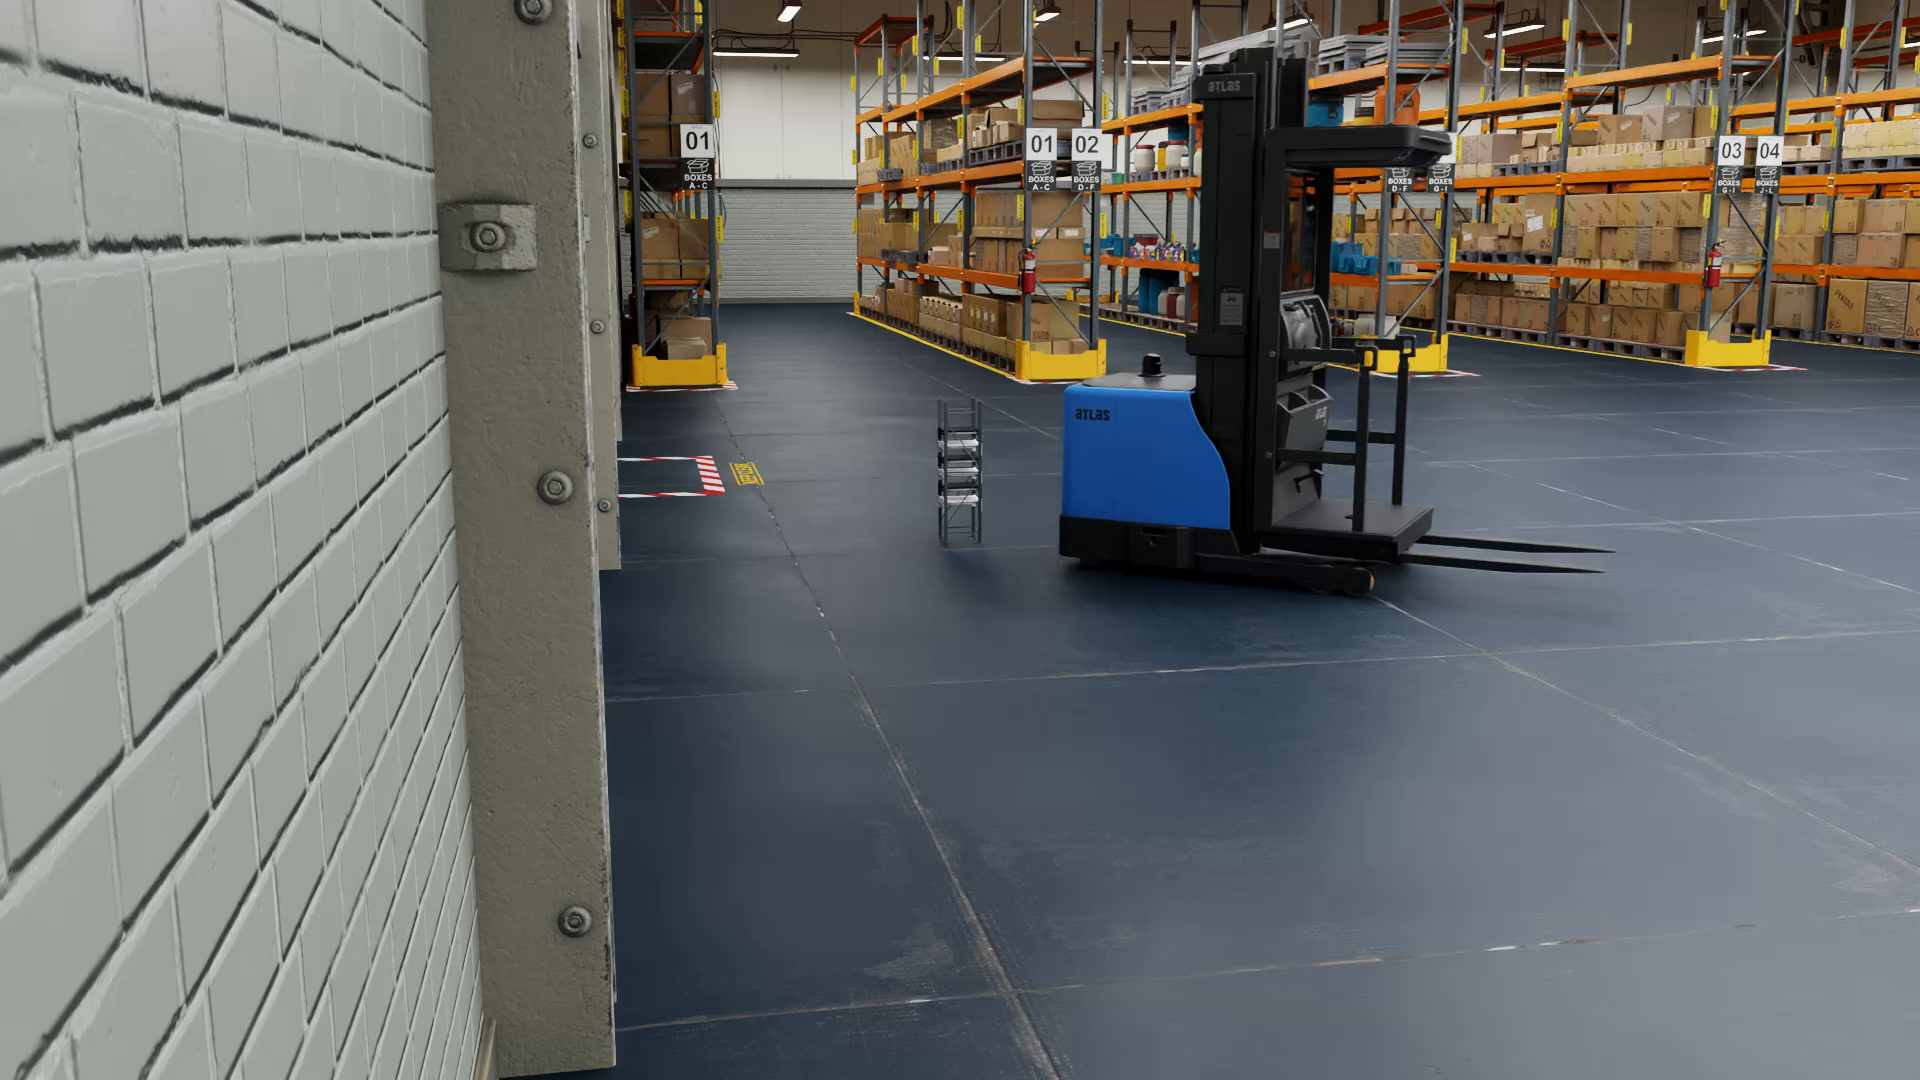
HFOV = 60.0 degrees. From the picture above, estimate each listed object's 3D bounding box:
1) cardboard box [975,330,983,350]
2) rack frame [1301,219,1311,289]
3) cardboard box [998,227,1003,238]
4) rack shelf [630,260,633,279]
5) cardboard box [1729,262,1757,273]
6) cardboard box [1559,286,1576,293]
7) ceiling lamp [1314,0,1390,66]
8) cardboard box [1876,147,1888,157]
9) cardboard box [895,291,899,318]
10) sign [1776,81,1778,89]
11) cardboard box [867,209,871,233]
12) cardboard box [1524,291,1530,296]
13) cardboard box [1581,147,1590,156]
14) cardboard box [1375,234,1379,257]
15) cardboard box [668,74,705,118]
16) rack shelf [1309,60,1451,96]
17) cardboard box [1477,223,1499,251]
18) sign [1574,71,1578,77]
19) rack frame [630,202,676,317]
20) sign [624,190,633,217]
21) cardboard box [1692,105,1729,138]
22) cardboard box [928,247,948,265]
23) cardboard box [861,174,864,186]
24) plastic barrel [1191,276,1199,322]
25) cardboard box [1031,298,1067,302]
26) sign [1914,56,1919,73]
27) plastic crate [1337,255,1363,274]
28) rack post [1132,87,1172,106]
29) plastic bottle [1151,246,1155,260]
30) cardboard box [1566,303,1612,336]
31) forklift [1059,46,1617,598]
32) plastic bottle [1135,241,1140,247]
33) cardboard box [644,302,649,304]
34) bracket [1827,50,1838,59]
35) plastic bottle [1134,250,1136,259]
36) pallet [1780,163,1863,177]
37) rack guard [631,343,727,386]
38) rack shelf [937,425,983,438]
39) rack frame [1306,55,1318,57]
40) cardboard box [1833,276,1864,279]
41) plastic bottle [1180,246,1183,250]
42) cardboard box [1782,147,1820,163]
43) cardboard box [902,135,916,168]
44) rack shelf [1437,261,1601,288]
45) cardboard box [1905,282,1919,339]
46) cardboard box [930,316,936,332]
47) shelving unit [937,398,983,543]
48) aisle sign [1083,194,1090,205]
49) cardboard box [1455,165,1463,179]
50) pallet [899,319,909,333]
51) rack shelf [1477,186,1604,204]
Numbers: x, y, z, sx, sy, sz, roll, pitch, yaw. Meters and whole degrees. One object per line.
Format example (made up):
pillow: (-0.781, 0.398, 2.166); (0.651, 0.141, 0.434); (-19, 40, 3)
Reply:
cardboard box: (0.519, -2.927, 24.284); (0.500, 0.250, 0.500); (-2, 11, -11)
rack frame: (5.401, -4.531, 26.479); (1.000, 3.000, 0.127); (-2, 11, -11)
cardboard box: (0.755, -4.333, 23.438); (0.380, 0.149, 0.250); (-2, 11, -12)
rack shelf: (-5.483, -4.918, 30.435); (1.077, 0.370, 4.000); (-2, 11, -11)
cardboard box: (11.216, -3.915, 23.915); (0.380, 0.149, 0.250); (-2, 11, -11)
cardboard box: (13.264, -5.494, 36.449); (0.380, 0.149, 0.250); (-2, 11, -9)
ceiling lamp: (9.891, -13.311, 40.953); (2.000, 3.185, 0.800); (-2, 11, -11)
cardboard box: (15.030, -6.260, 26.823); (0.380, 0.149, 0.250); (-2, 11, -12)
cardboard box: (-0.955, -4.520, 31.930); (0.500, 0.500, 0.500); (-2, 11, -10)
sign: (17.875, -10.007, 36.282); (0.100, 0.325, 0.005); (-2, 11, -11)
cardboard box: (-1.663, -6.721, 35.044); (0.500, 0.500, 0.500); (-2, 11, -12)
cardboard box: (13.028, -5.581, 37.704); (0.380, 0.149, 0.250); (-3, 11, -14)
cardboard box: (10.139, -6.190, 26.506); (0.380, 0.149, 0.250); (-3, 11, -14)
cardboard box: (8.744, -5.950, 33.667); (0.500, 0.500, 0.500); (-2, 11, -12)
cardboard box: (-3.375, -5.540, 20.764); (0.500, 0.500, 0.500); (-3, 11, -15)
rack shelf: (5.790, -6.561, 24.096); (1.077, 0.370, 4.000); (-2, 11, -11)
cardboard box: (9.833, -5.504, 30.200); (0.700, 0.500, 0.500); (0, 11, -3)
sign: (13.053, -9.769, 35.243); (0.100, 0.325, 0.005); (-2, 11, -11)
rack frame: (-6.650, -6.371, 36.149); (1.000, 3.000, 0.127); (-2, 11, -11)
sign: (-4.087, -4.145, 20.507); (0.100, 0.325, 0.005); (-2, 11, -11)
cardboard box: (11.014, -6.174, 24.689); (0.500, 0.500, 0.500); (-2, 11, -11)
cardboard box: (-0.252, -4.870, 28.500); (0.500, 0.311, 0.500); (-2, 11, -12)
cardboard box: (-1.857, -7.757, 35.805); (0.500, 0.250, 0.500); (-2, 11, -11)
plastic barrel: (4.511, -4.494, 30.965); (0.600, 0.830, 0.708); (-2, 11, -11)
cardboard box: (1.225, -3.131, 23.350); (0.500, 0.500, 0.500); (-2, 11, -11)
sign: (18.659, -9.268, 32.401); (0.100, 0.325, 0.005); (-2, 11, -11)
plastic crate: (5.668, -3.924, 23.691); (0.499, 0.251, 0.408); (-2, 11, -11)
rack post: (3.979, -8.752, 32.816); (0.937, 0.300, 0.954); (-2, 11, -12)
plastic bottle: (3.783, -5.602, 32.448); (0.097, 0.271, 0.097); (0, 11, 0)
cardboard box: (10.298, -3.615, 27.227); (0.500, 0.500, 0.500); (-2, 11, -13)
forklift: (2.142, -1.239, 9.365); (3.031, 2.935, 1.130); (5, 12, 26)
plastic bottle: (3.604, -5.890, 33.752); (0.144, 0.351, 0.185); (-2, 11, -11)
cardboard box: (-4.917, -3.664, 27.431); (0.700, 0.500, 0.500); (-2, 11, -11)
bracket: (22.607, -12.607, 43.239); (0.235, 0.232, 0.430); (-2, 11, -11)
plastic bottle: (3.565, -5.773, 33.535); (0.097, 0.201, 0.097); (0, 11, 0)
pallet: (14.918, -6.419, 28.887); (0.805, 0.209, 1.217); (-3, 11, -13)
rack guard: (-3.553, -2.223, 21.039); (1.175, 0.500, 0.348); (-2, 11, -11)
rack shelf: (-0.002, -0.676, 10.576); (0.258, 0.077, 0.200); (-2, 11, -11)
rack frame: (7.926, -9.859, 38.428); (1.000, 3.000, 0.127); (-2, 11, -11)
cardboard box: (18.980, -5.261, 34.874); (0.875, 0.875, 0.875); (-2, 11, -10)
plastic bottle: (4.361, -5.640, 32.649); (0.097, 0.271, 0.097); (0, 11, 0)
cardboard box: (14.689, -6.747, 29.108); (0.500, 0.250, 0.500); (-2, 11, -11)
cardboard box: (-0.726, -7.257, 31.122); (0.600, 0.600, 0.600); (-3, 11, -13)
rack shelf: (9.871, -4.724, 29.420); (1.077, 0.370, 4.000); (-2, 11, -11)
cardboard box: (15.553, -3.585, 26.069); (0.875, 0.875, 0.875); (-2, 11, -12)
cardboard box: (-0.217, -3.647, 28.064); (0.500, 0.250, 0.500); (-2, 11, -13)
shelving unit: (-0.002, -0.444, 10.620); (0.258, 0.900, 0.210); (-2, 11, -11)
aisle sign: (2.762, -8.011, 37.812); (0.394, 0.787, 0.004); (-2, 11, -11)
cardboard box: (9.324, -6.749, 30.512); (0.500, 0.250, 0.500); (-2, 11, -10)
pallet: (-0.578, -4.077, 31.551); (1.003, 0.211, 1.213); (-2, 11, -11)
rack shelf: (13.200, -7.827, 37.699); (1.077, 0.370, 4.000); (-2, 11, -11)
